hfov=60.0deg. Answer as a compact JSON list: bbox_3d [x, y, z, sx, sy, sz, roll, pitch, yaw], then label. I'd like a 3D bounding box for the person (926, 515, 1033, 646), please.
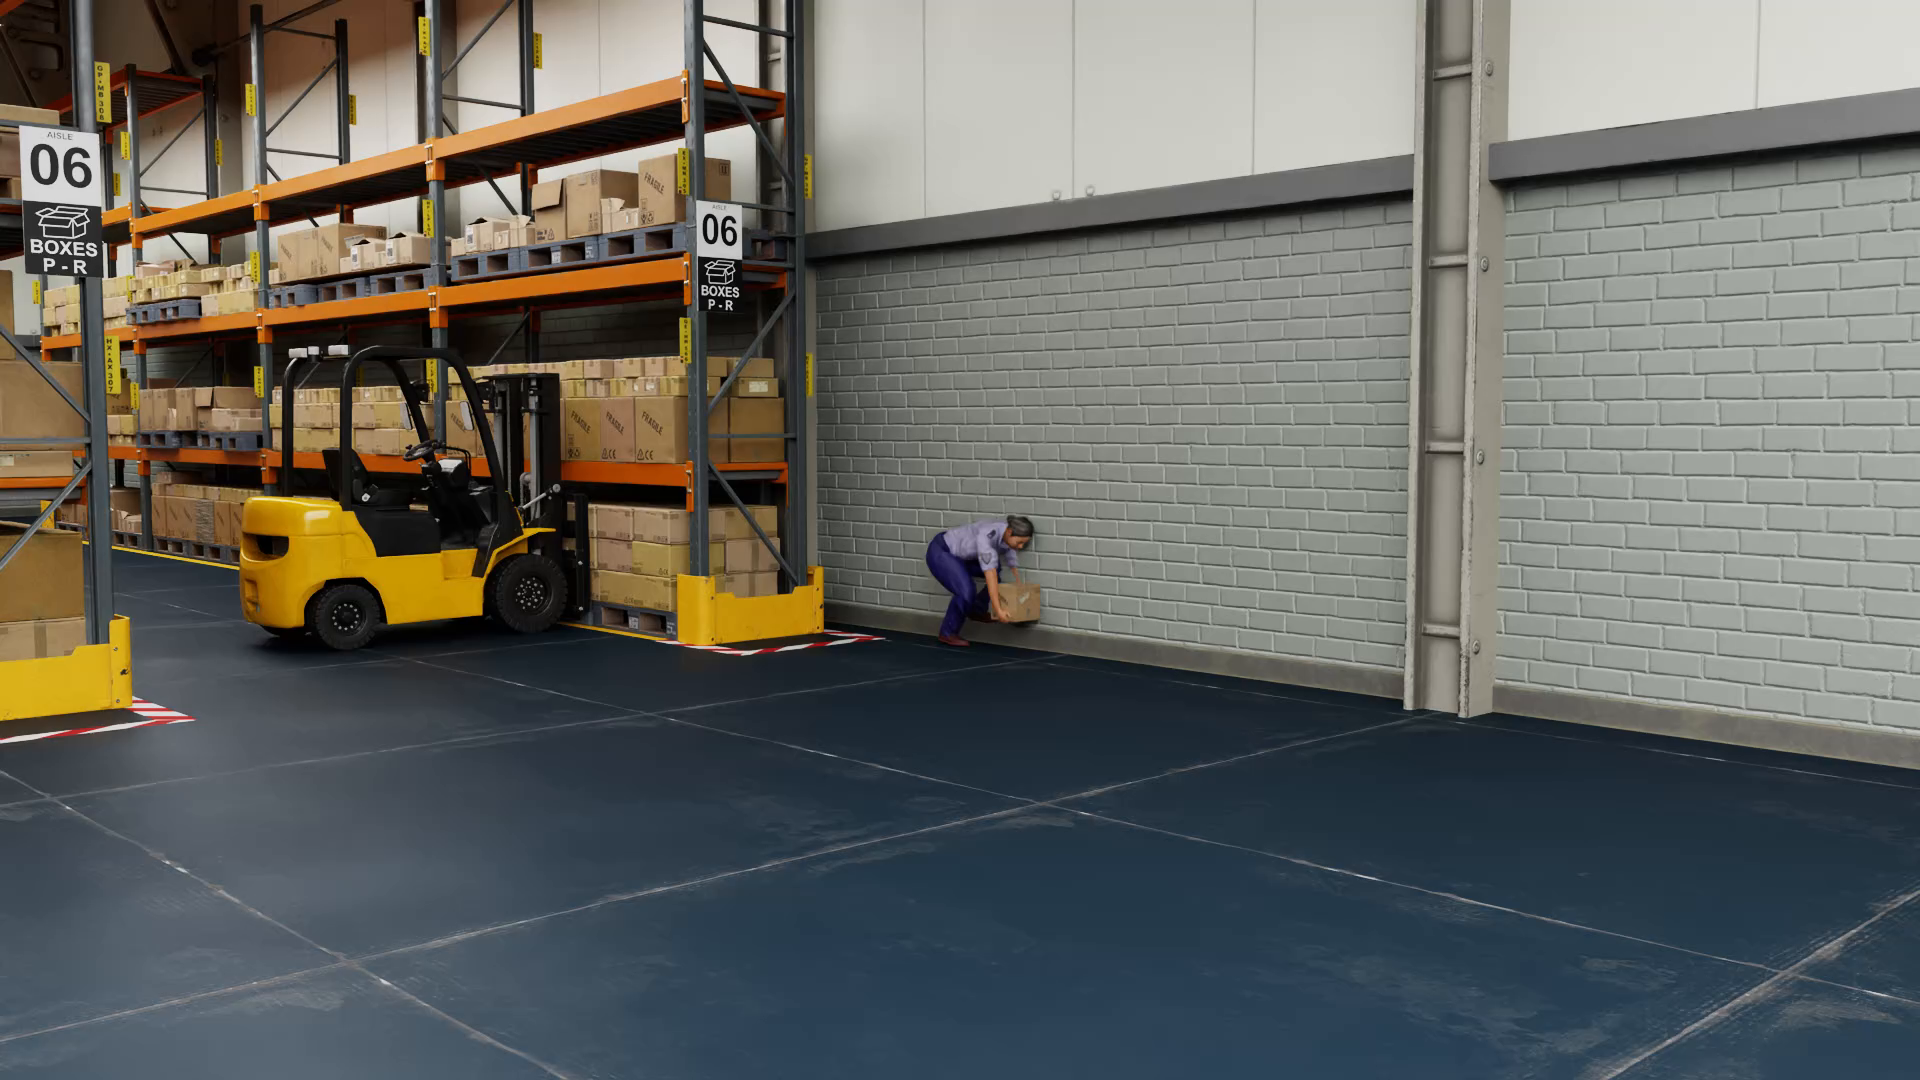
[{"bbox_3d":[0.168,0.286,12.006,0.885,0.961,0.531,4,6,43],"label":"person"}]
